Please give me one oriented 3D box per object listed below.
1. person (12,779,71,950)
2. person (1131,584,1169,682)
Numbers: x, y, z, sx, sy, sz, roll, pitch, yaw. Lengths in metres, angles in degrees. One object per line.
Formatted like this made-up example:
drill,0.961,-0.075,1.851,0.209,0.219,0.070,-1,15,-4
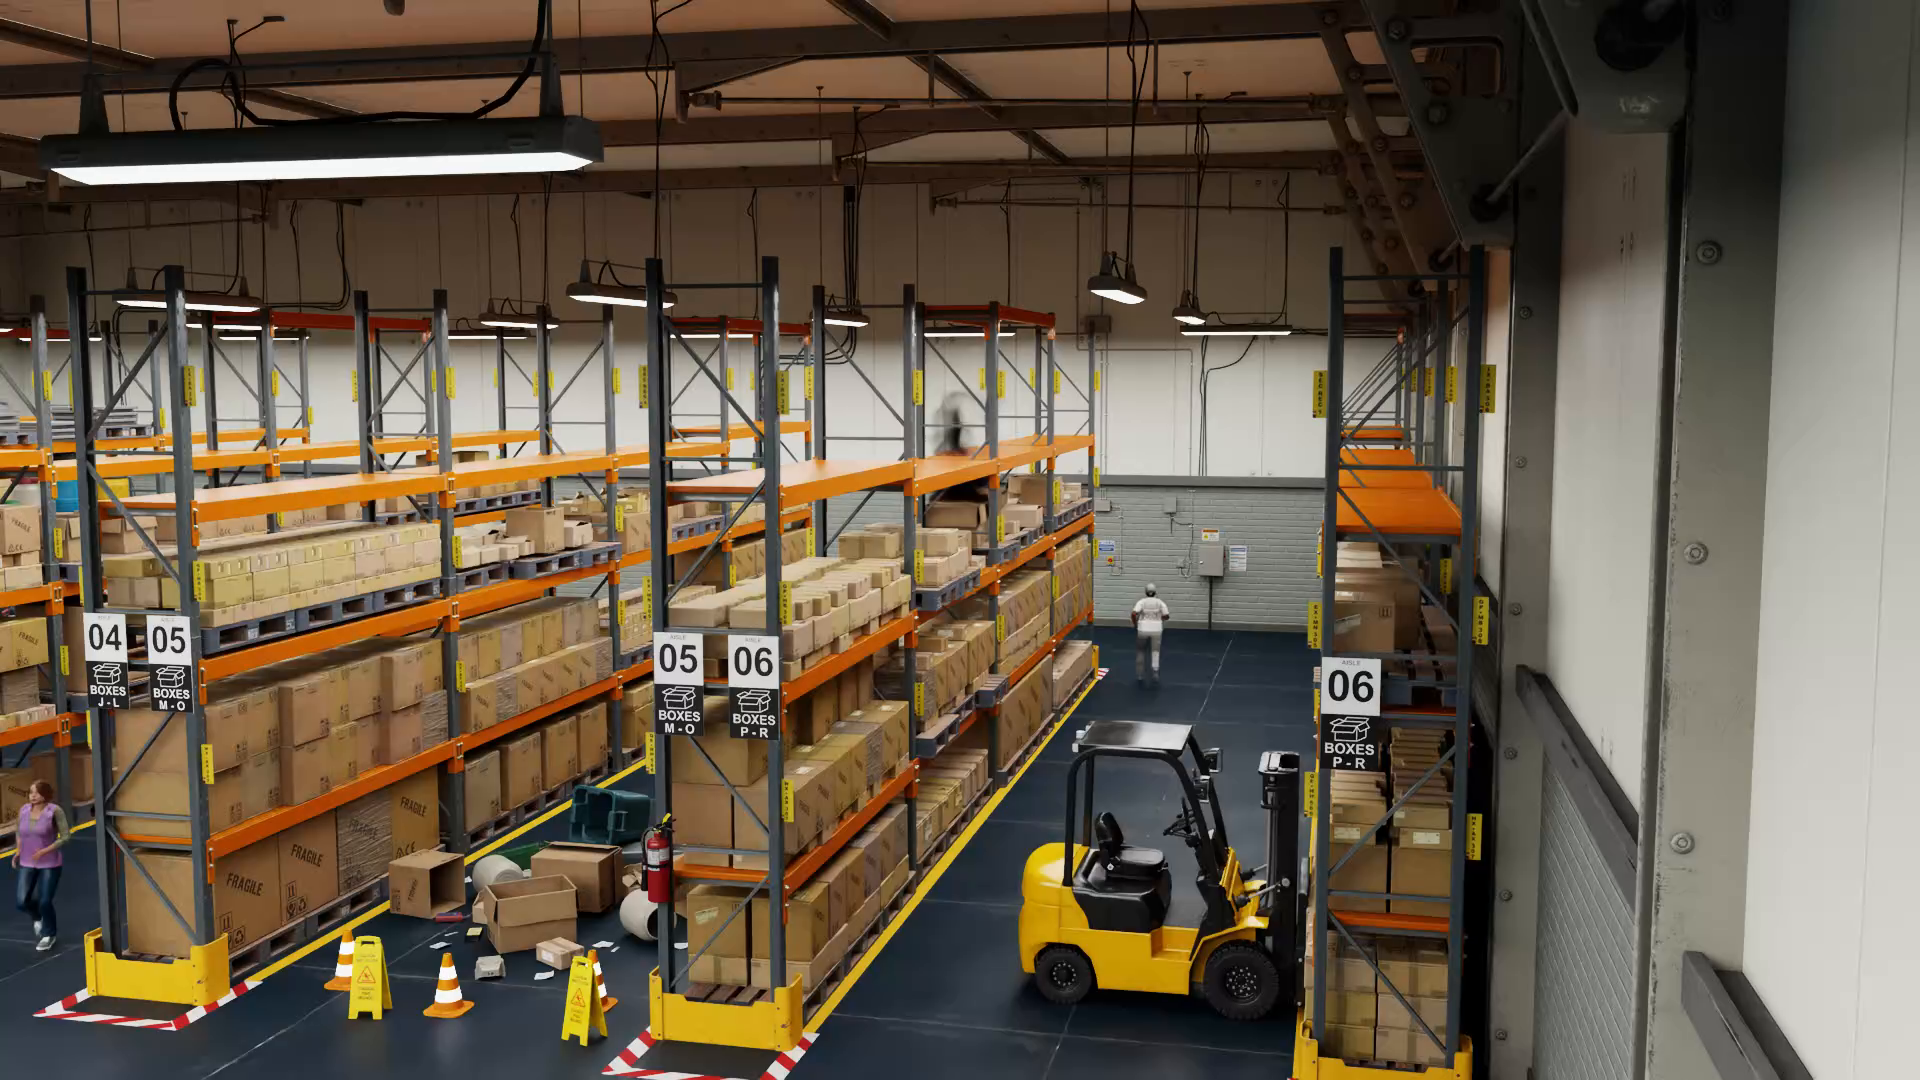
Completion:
person,-8.198,2.900,14.799,0.523,1.554,0.511,-1,6,-5
person,3.147,1.550,27.554,0.632,1.659,0.862,0,6,4
